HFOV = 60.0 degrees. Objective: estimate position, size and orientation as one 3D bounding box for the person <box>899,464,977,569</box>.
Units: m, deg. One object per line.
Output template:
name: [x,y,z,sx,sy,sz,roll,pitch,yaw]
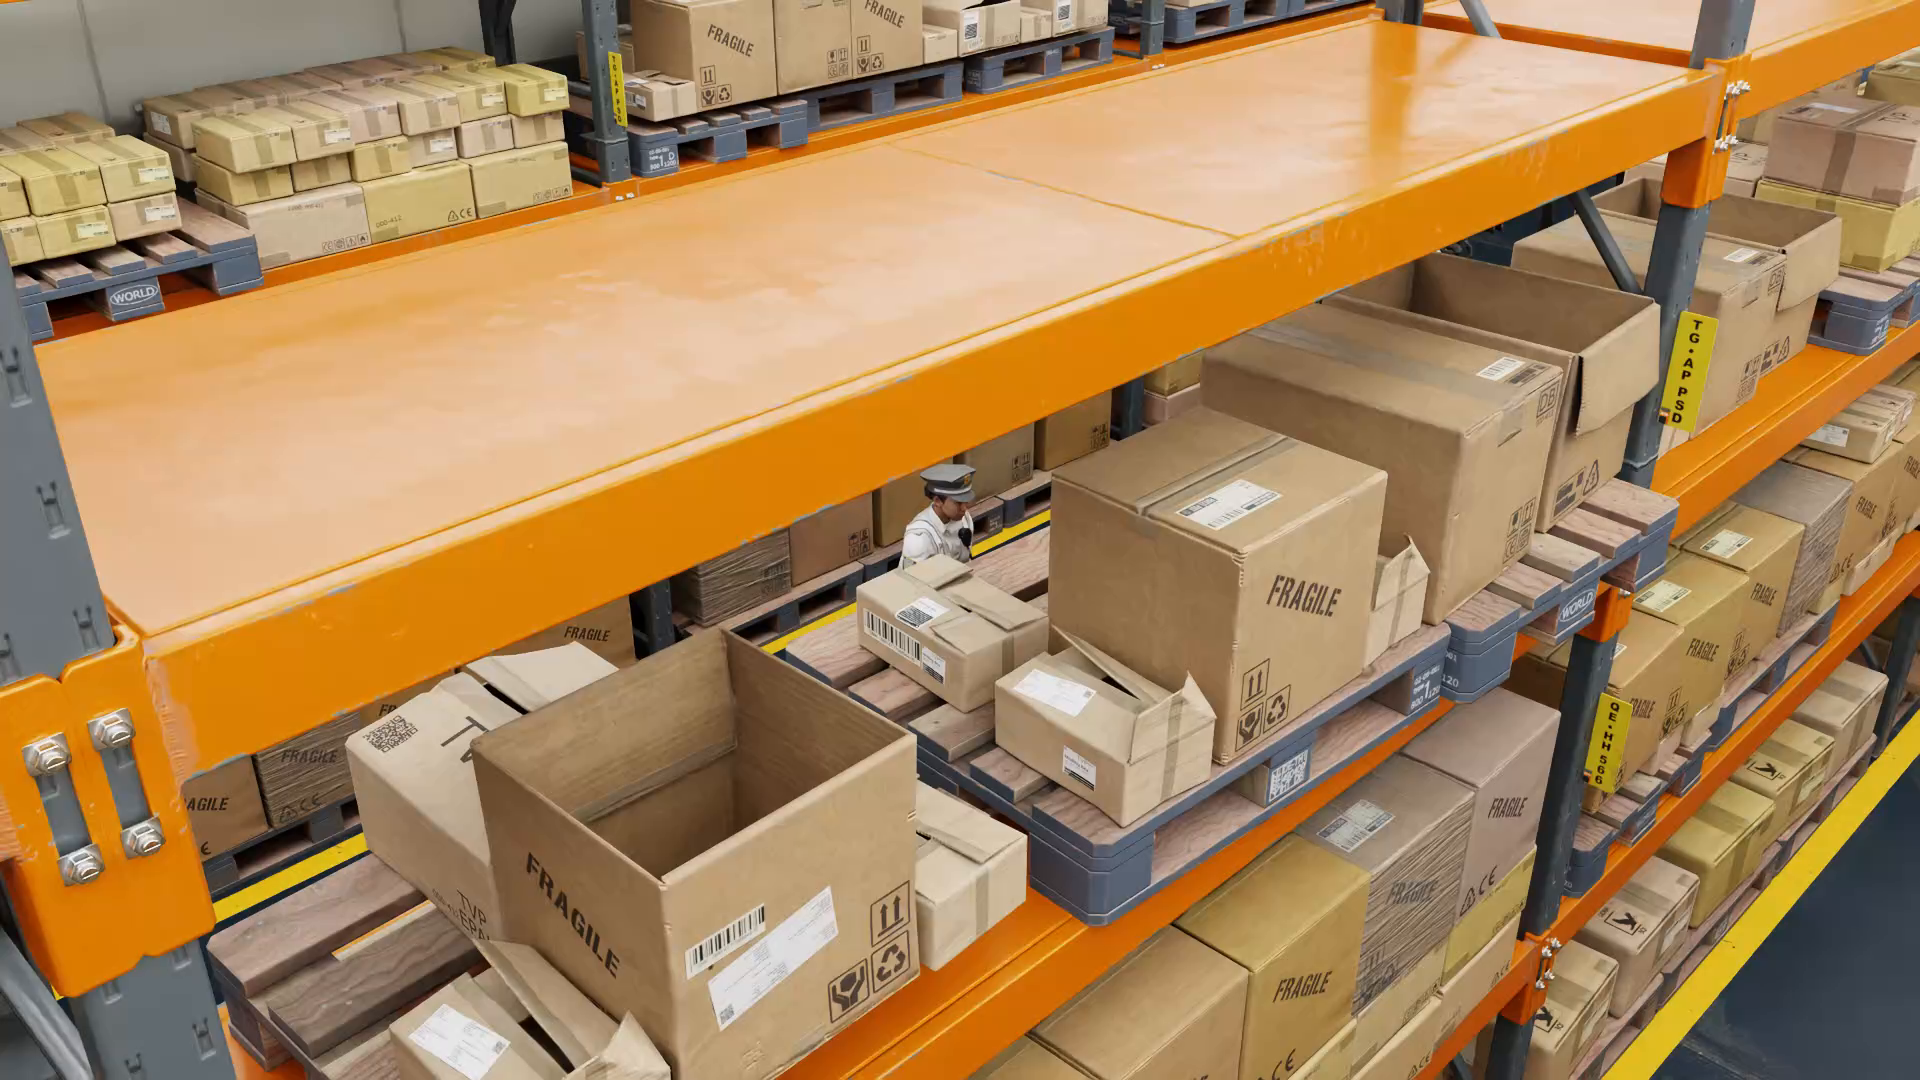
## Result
person: [-0.105,0.386,8.169,0.370,1.667,0.547,22,35,36]
